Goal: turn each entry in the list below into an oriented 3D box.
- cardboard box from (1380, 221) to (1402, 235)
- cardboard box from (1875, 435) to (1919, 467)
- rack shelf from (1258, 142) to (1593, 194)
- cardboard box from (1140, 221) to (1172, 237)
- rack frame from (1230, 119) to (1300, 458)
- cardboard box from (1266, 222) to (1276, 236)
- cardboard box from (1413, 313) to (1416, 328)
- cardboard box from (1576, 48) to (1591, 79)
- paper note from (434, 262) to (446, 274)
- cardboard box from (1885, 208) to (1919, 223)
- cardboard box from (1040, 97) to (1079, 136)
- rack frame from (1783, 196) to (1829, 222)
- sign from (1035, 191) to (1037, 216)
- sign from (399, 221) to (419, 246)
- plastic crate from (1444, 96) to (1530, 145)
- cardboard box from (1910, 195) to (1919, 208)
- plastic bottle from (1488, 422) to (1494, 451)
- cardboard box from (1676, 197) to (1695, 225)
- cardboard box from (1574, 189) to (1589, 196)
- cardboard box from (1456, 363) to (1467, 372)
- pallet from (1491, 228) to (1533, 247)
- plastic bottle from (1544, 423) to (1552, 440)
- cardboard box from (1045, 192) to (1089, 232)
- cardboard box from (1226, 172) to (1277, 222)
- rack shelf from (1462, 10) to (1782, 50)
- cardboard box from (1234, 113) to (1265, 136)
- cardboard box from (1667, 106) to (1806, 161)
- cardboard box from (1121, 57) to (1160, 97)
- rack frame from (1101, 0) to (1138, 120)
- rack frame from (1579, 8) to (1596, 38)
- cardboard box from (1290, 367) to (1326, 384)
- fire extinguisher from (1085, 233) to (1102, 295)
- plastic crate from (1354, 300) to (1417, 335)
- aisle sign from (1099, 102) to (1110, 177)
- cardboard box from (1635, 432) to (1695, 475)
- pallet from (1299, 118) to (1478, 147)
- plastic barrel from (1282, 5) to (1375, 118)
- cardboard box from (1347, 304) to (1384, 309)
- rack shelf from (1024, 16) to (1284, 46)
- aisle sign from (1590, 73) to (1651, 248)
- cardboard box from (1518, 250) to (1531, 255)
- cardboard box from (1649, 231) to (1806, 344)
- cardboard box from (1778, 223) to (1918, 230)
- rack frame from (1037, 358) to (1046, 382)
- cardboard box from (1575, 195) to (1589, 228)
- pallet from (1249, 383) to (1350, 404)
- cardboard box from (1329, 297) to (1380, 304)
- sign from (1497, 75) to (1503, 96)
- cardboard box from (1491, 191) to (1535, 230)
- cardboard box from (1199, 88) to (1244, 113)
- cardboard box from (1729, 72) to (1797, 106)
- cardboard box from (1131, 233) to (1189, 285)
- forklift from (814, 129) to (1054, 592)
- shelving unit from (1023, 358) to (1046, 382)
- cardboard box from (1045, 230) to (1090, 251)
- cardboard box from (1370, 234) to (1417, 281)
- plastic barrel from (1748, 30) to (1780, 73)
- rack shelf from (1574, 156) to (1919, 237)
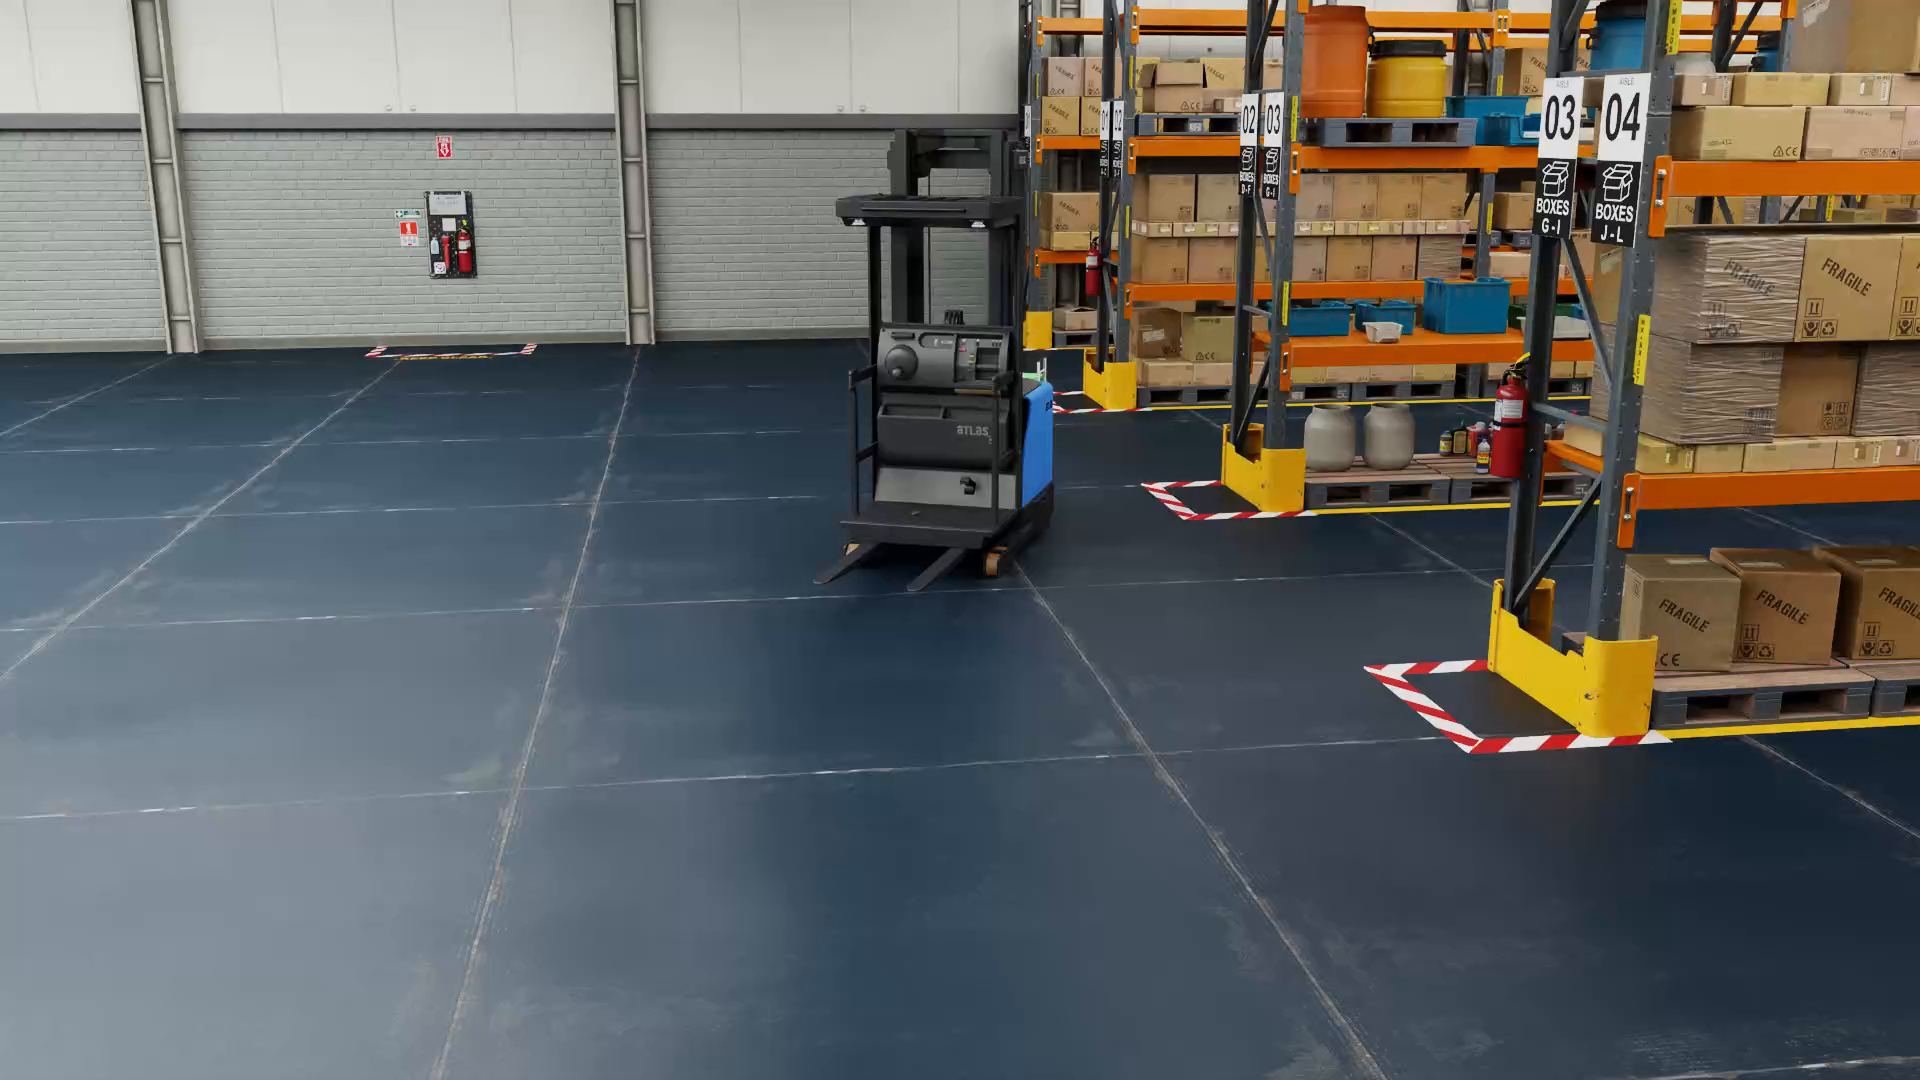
[{"bbox_3d":[4.624,-3.412,18.121,0.250,0.149,0.380,-2,14,-8],"label":"cardboard box"},{"bbox_3d":[4.693,-0.488,8.520,0.250,0.149,0.380,-2,14,-8],"label":"cardboard box"},{"bbox_3d":[4.380,-2.980,13.252,4.000,0.370,1.077,-2,14,-8],"label":"rack shelf"},{"bbox_3d":[2.088,-3.319,17.751,0.250,0.149,0.380,-2,14,-9],"label":"cardboard box"},{"bbox_3d":[2.403,-1.802,13.240,0.127,3.000,1.000,-2,14,-8],"label":"rack frame"},{"bbox_3d":[3.362,-3.366,17.939,0.250,0.149,0.380,-2,14,-9],"label":"cardboard box"},{"bbox_3d":[4.701,-2.287,18.424,0.500,0.500,0.500,-2,14,-8],"label":"cardboard box"},{"bbox_3d":[6.799,-5.127,18.236,0.500,0.500,0.500,-1,14,-3],"label":"cardboard box"},{"bbox_3d":[-7.078,-3.703,22.633,0.142,0.148,0.016,-2,14,-8],"label":"paper note"},{"bbox_3d":[11.118,-3.573,19.232,0.500,0.500,0.700,1,14,2],"label":"cardboard box"},{"bbox_3d":[1.295,-5.650,22.171,0.500,0.500,0.500,-2,14,-7],"label":"cardboard box"},{"bbox_3d":[9.579,-3.283,19.148,0.127,3.000,1.000,-2,14,-8],"label":"rack frame"},{"bbox_3d":[1.008,-4.474,22.117,0.005,0.325,0.100,-2,14,-8],"label":"sign"},{"bbox_3d":[-7.455,-4.143,22.500,0.234,0.329,0.001,-2,14,-8],"label":"sign"},{"bbox_3d":[4.243,-3.391,13.441,0.575,0.384,0.392,-2,14,-8],"label":"plastic crate"},{"bbox_3d":[14.054,-4.806,24.603,0.700,0.700,0.980,-2,14,-10],"label":"cardboard box"},{"bbox_3d":[4.544,-0.874,14.234,0.135,0.276,0.152,-2,14,-10],"label":"plastic bottle"},{"bbox_3d":[10.366,-4.668,23.810,0.500,0.500,0.500,-2,14,-9],"label":"cardboard box"},{"bbox_3d":[9.247,-5.120,24.071,0.500,0.250,0.500,-2,14,-7],"label":"cardboard box"},{"bbox_3d":[5.990,-2.093,19.191,0.500,0.250,0.500,-2,14,-9],"label":"cardboard box"},{"bbox_3d":[8.149,-4.330,23.716,1.003,0.211,1.213,-2,14,-8],"label":"pallet"},{"bbox_3d":[4.938,-0.853,14.150,0.135,0.276,0.152,-2,14,-8],"label":"plastic bottle"},{"bbox_3d":[1.443,-4.431,22.448,0.500,0.500,0.500,-2,14,-8],"label":"cardboard box"},{"bbox_3d":[3.202,-3.726,18.039,0.500,0.500,0.700,-2,14,-8],"label":"cardboard box"},{"bbox_3d":[7.601,-5.578,18.265,4.000,0.370,1.077,-2,14,-8],"label":"rack shelf"},{"bbox_3d":[3.917,-5.750,22.570,0.500,0.500,0.500,-3,14,-13],"label":"cardboard box"},{"bbox_3d":[3.655,-1.948,7.965,0.500,0.250,0.500,-2,14,-7],"label":"cardboard box"},{"bbox_3d":[2.352,-6.166,22.173,0.500,0.500,0.500,-2,14,-7],"label":"cardboard box"},{"bbox_3d":[1.668,-5.903,17.262,0.127,3.000,1.000,-2,14,-8],"label":"rack frame"},{"bbox_3d":[8.837,-7.385,23.169,0.127,3.000,1.000,-2,14,-8],"label":"rack frame"},{"bbox_3d":[3.715,-1.883,18.354,0.500,0.250,0.500,-2,14,-8],"label":"cardboard box"},{"bbox_3d":[1.482,-3.063,18.429,0.183,0.674,0.296,-2,14,-8],"label":"fire extinguisher"},{"bbox_3d":[3.496,-1.842,13.706,0.408,0.251,0.499,-2,14,-8],"label":"plastic crate"},{"bbox_3d":[1.560,-4.323,17.948,0.004,0.787,0.394,-2,14,-8],"label":"aisle sign"},{"bbox_3d":[3.458,-0.442,8.333,0.250,0.149,0.380,-2,14,-8],"label":"cardboard box"},{"bbox_3d":[3.235,-3.172,12.924,1.213,0.211,1.003,-2,14,-8],"label":"pallet"},{"bbox_3d":[2.864,-3.717,12.964,0.708,0.830,0.600,-2,14,-8],"label":"plastic barrel"},{"bbox_3d":[4.625,-2.411,18.915,0.500,0.500,0.500,-2,14,-8],"label":"cardboard box"},{"bbox_3d":[2.904,-6.817,22.389,4.000,0.370,1.077,-2,14,-8],"label":"rack shelf"},{"bbox_3d":[3.124,-1.797,7.877,0.004,0.787,0.394,-2,14,-8],"label":"aisle sign"},{"bbox_3d":[6.466,-3.149,18.889,0.258,0.266,0.396,-2,14,-10],"label":"cardboard box"},{"bbox_3d":[3.725,-1.243,8.138,0.500,0.500,0.500,-2,14,-8],"label":"cardboard box"},{"bbox_3d":[4.636,-1.405,8.784,0.500,0.500,0.500,-2,14,-8],"label":"cardboard box"},{"bbox_3d":[0.630,-0.800,12.945,0.015,1.200,0.240,4,15,15],"label":"rack frame"},{"bbox_3d":[9.265,-4.758,24.169,0.500,0.500,0.500,-2,14,-8],"label":"cardboard box"},{"bbox_3d":[3.622,-1.722,18.654,1.213,0.211,1.003,-2,14,-8],"label":"pallet"},{"bbox_3d":[5.607,-3.361,23.693,0.500,0.500,0.700,-2,14,-6],"label":"cardboard box"},{"bbox_3d":[5.708,-4.749,17.600,0.005,0.325,0.100,-2,14,-8],"label":"sign"},{"bbox_3d":[7.825,-4.690,23.648,0.500,0.500,0.700,-3,14,-14],"label":"cardboard box"},{"bbox_3d":[2.768,-4.752,17.996,0.500,0.250,0.500,-2,14,-8],"label":"cardboard box"},{"bbox_3d":[3.718,-2.126,7.857,0.250,0.149,0.380,-2,14,-7],"label":"cardboard box"},{"bbox_3d":[2.132,-3.056,18.035,0.500,0.500,0.700,-2,14,-8],"label":"cardboard box"},{"bbox_3d":[-0.171,-1.274,11.277,1.130,2.935,3.031,4,15,15],"label":"forklift"},{"bbox_3d":[0.395,-0.816,13.009,0.503,1.200,0.258,4,15,15],"label":"shelving unit"},{"bbox_3d":[1.456,-4.063,22.524,0.500,0.250,0.500,-3,14,-10],"label":"cardboard box"},{"bbox_3d":[4.665,-3.149,18.405,0.500,0.500,0.700,-2,14,-9],"label":"cardboard box"},{"bbox_3d":[6.828,-3.715,13.674,0.708,0.901,0.600,-2,14,-8],"label":"plastic barrel"},{"bbox_3d":[5.118,-1.789,8.501,4.000,0.370,1.077,-2,14,-8],"label":"rack shelf"}]
